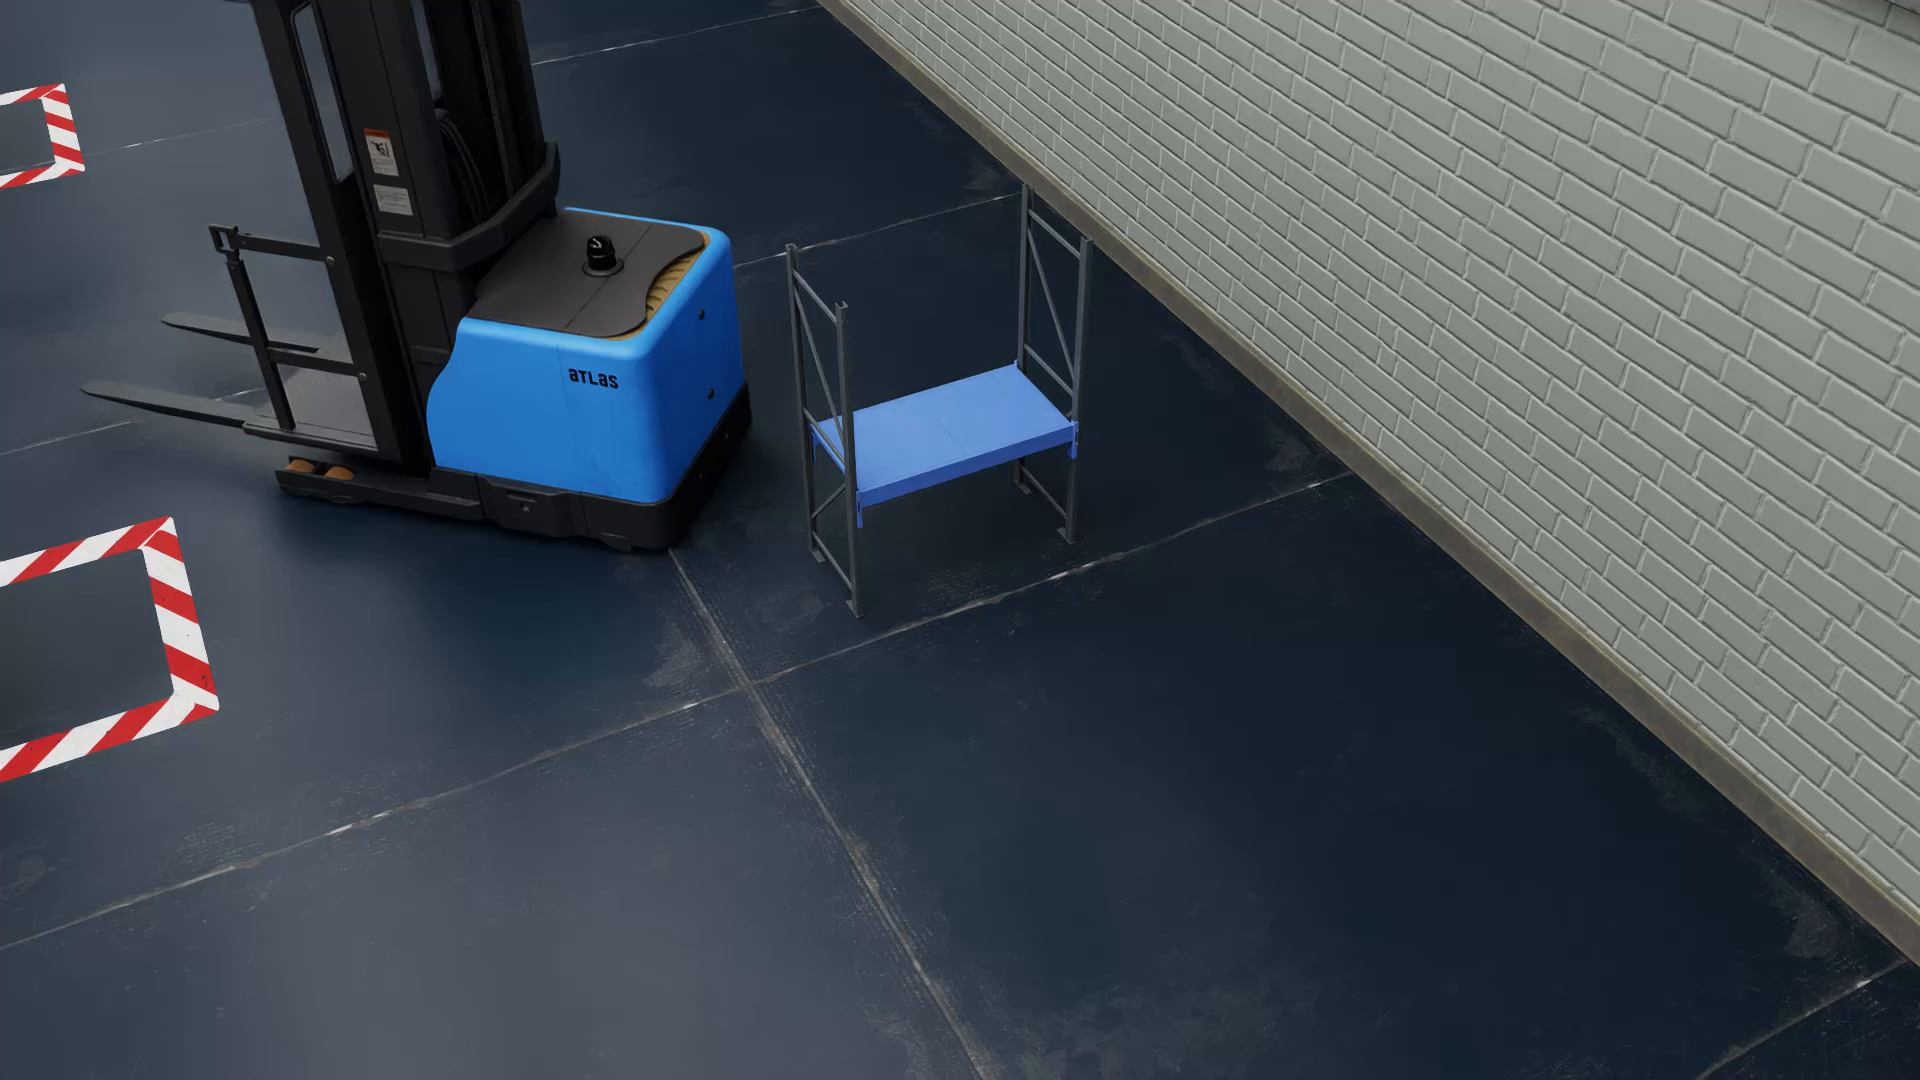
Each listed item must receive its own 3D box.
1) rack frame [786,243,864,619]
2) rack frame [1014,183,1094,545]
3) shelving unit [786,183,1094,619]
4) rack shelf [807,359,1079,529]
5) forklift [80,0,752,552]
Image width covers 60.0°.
[{"bbox_3d":[-0.527,-0.395,6.556,0.032,1.500,0.500,-19,44,-21],"label":"rack frame"},{"bbox_3d":[0.375,-0.699,6.915,0.032,1.500,0.500,-19,44,-21],"label":"rack frame"},{"bbox_3d":[-0.076,-0.547,6.735,1.048,1.500,0.538,-19,44,-21],"label":"shelving unit"},{"bbox_3d":[-0.076,-0.410,6.852,1.000,0.185,0.538,-19,44,-21],"label":"rack shelf"},{"bbox_3d":[-2.550,-1.597,6.868,3.031,2.935,1.130,10,41,12],"label":"forklift"}]
